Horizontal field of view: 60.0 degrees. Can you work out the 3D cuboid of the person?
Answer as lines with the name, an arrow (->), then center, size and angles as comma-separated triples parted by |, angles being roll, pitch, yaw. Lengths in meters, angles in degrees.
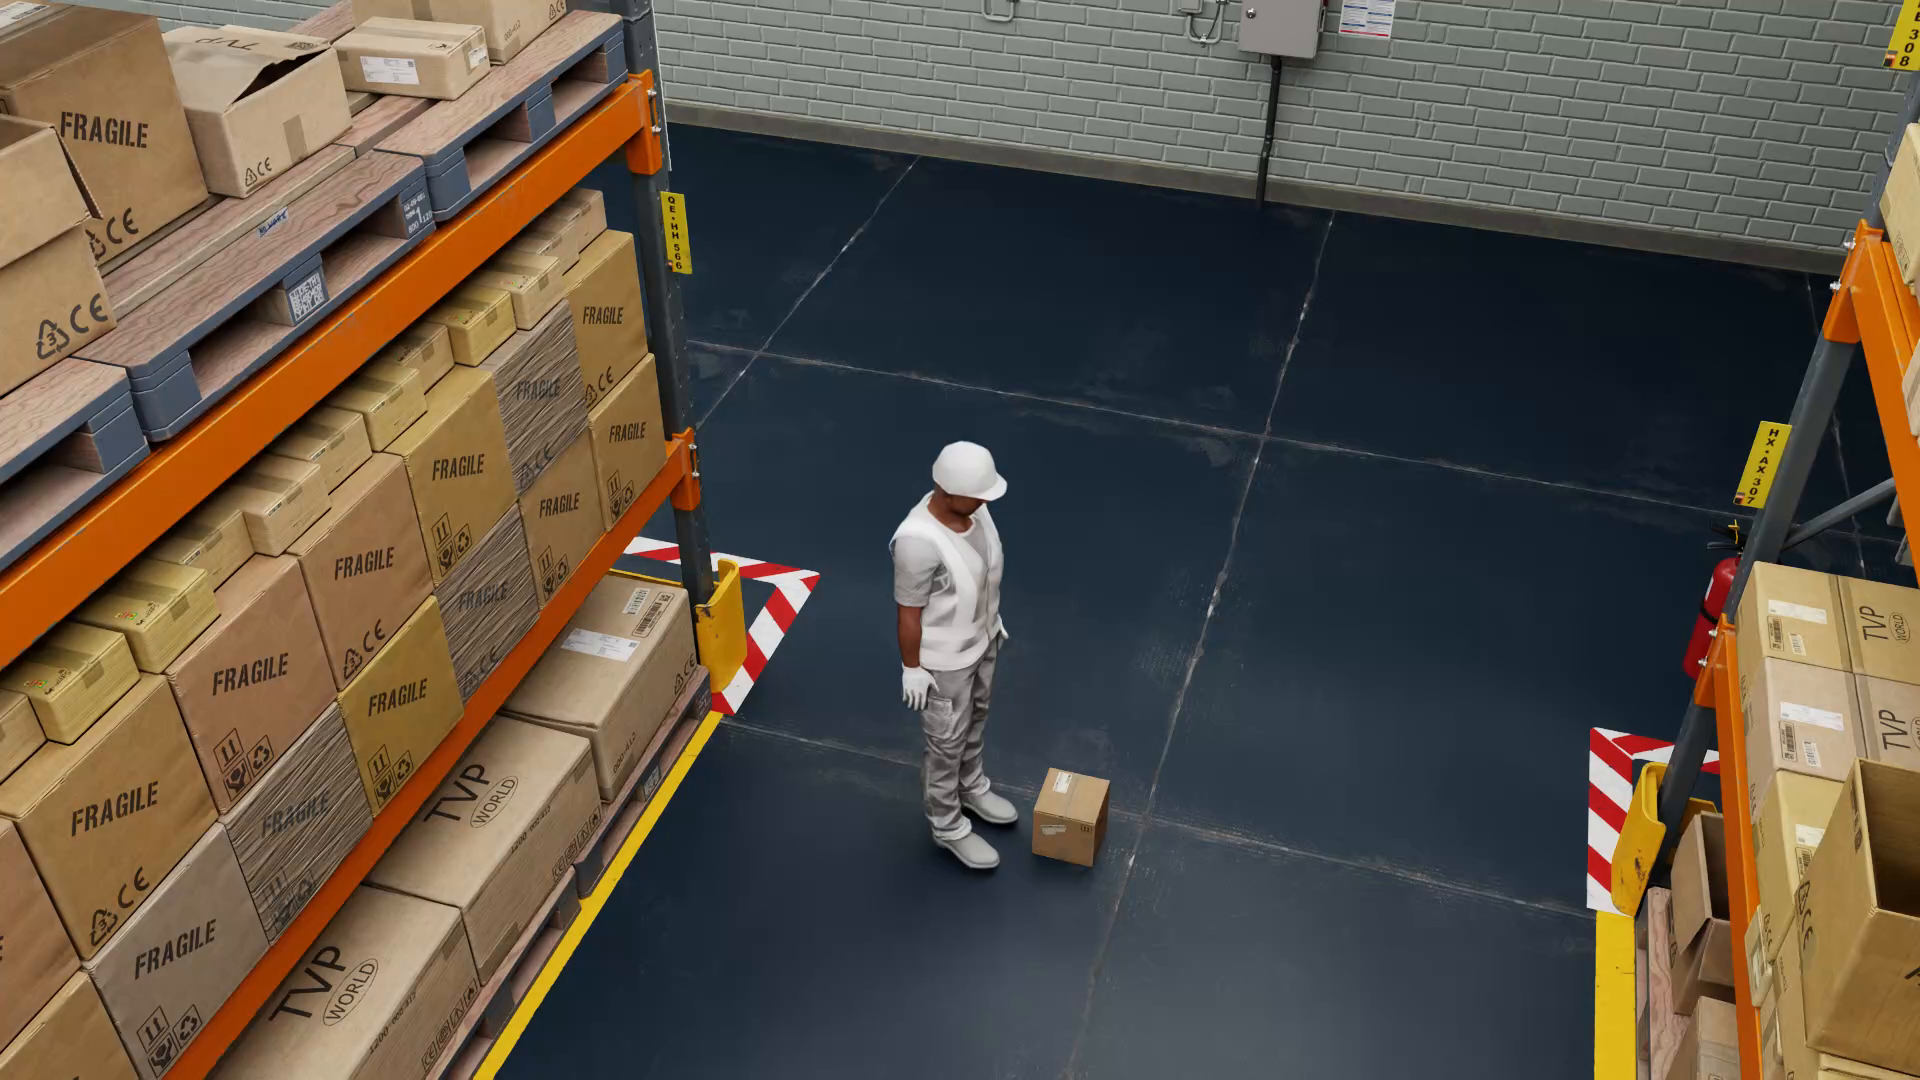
person -> 0.027, 0.404, 6.300 | 0.477, 1.786, 0.579 | 16, 39, 20
